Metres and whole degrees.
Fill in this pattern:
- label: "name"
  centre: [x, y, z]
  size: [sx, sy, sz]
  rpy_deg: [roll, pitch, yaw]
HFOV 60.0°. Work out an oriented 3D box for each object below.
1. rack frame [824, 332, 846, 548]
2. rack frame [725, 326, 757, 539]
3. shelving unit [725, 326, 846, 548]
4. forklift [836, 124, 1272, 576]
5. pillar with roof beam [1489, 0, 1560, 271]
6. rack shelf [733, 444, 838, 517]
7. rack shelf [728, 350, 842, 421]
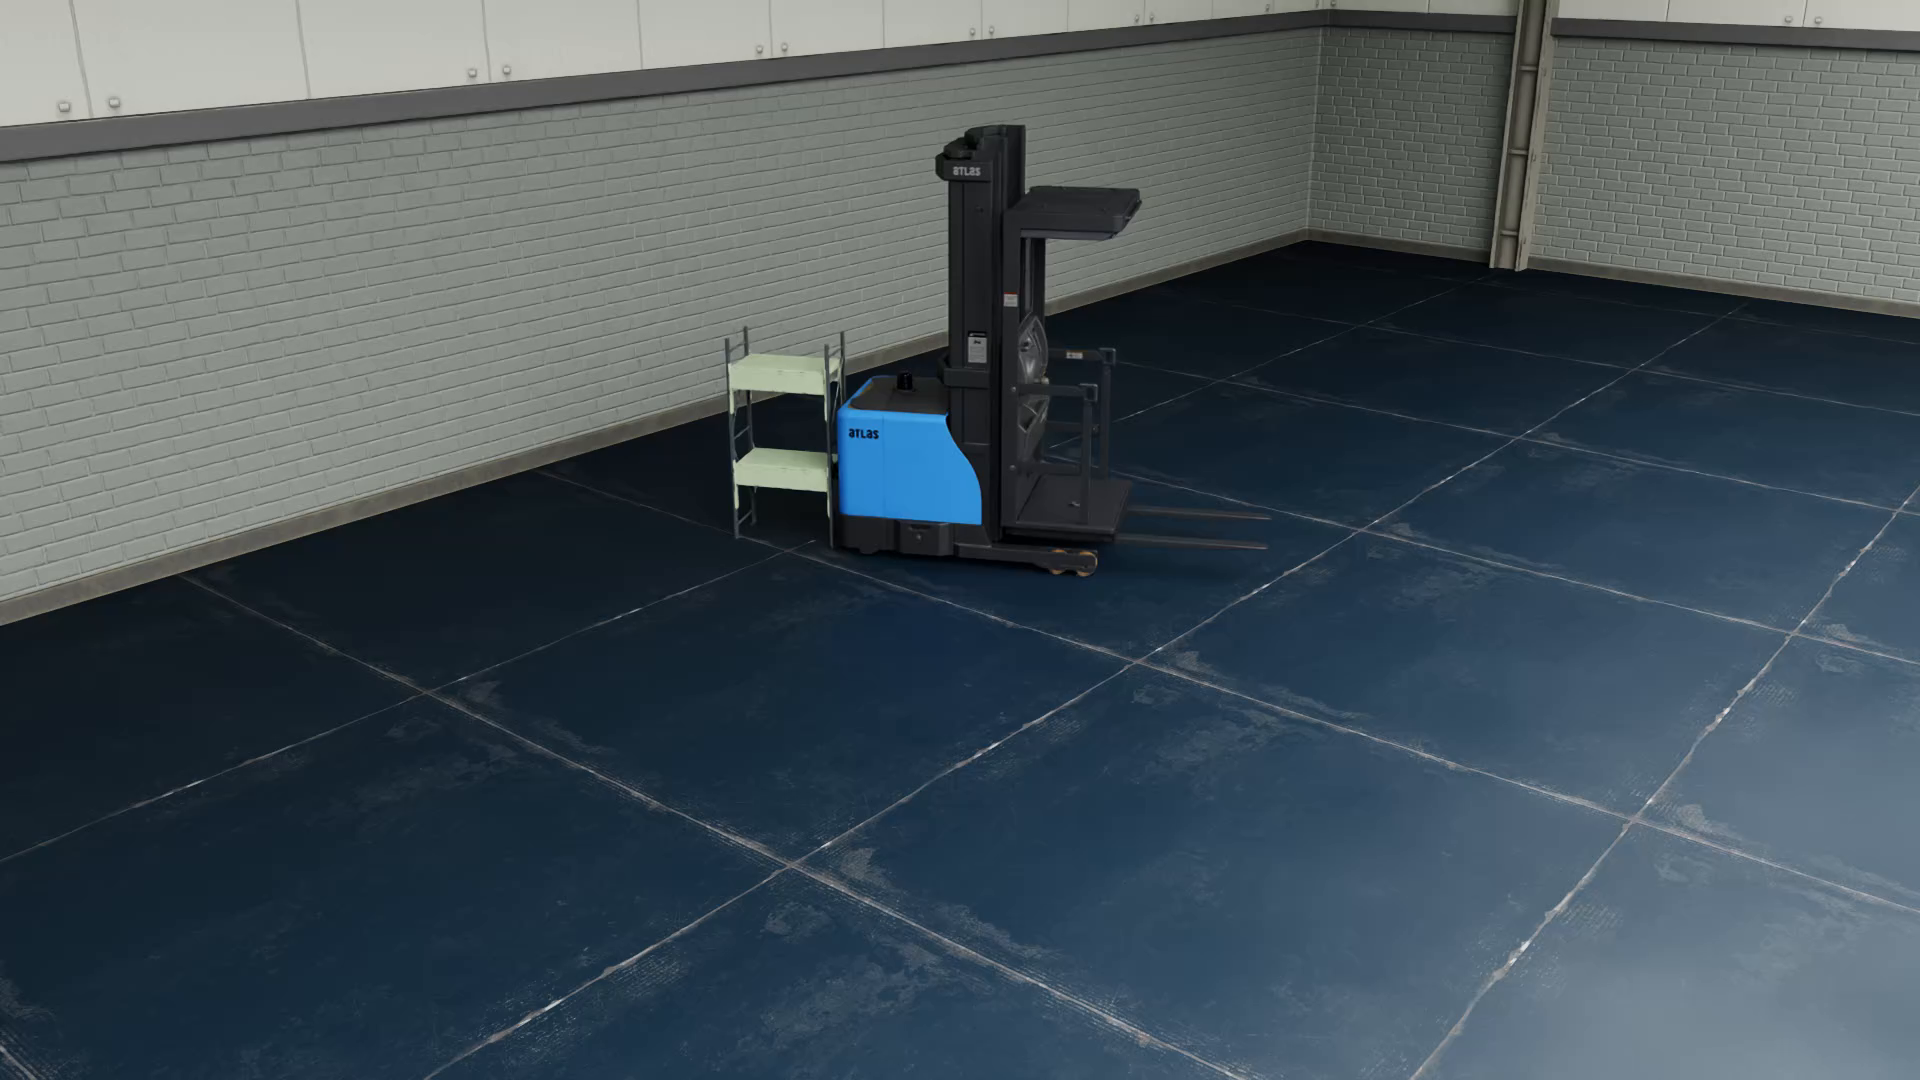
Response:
- label: "rack frame"
  centre: [-0.881, -0.715, 11.938]
  size: [0.023, 1.500, 0.400]
  rpy_deg: [5, 21, 13]
- label: "rack frame"
  centre: [-1.592, -0.776, 12.100]
  size: [0.023, 1.500, 0.400]
  rpy_deg: [5, 21, 13]
- label: "shelving unit"
  centre: [-1.237, -0.745, 12.019]
  size: [0.755, 1.500, 0.431]
  rpy_deg: [5, 21, 13]
- label: "forklift"
  centre: [0.696, -1.329, 11.539]
  size: [3.031, 2.935, 1.130]
  rpy_deg: [4, 21, 11]
- label: "pillar with roof beam"
  centre: [4.371, -6.558, 16.806]
  size: [0.400, 9.000, 9.100]
  rpy_deg: [16, 26, 36]
- label: "rack shelf"
  centre: [-1.237, -0.440, 12.134]
  size: [0.720, 0.370, 0.431]
  rpy_deg: [5, 21, 13]
- label: "rack shelf"
  centre: [-1.237, -1.110, 11.881]
  size: [0.720, 0.370, 0.431]
  rpy_deg: [5, 21, 13]
